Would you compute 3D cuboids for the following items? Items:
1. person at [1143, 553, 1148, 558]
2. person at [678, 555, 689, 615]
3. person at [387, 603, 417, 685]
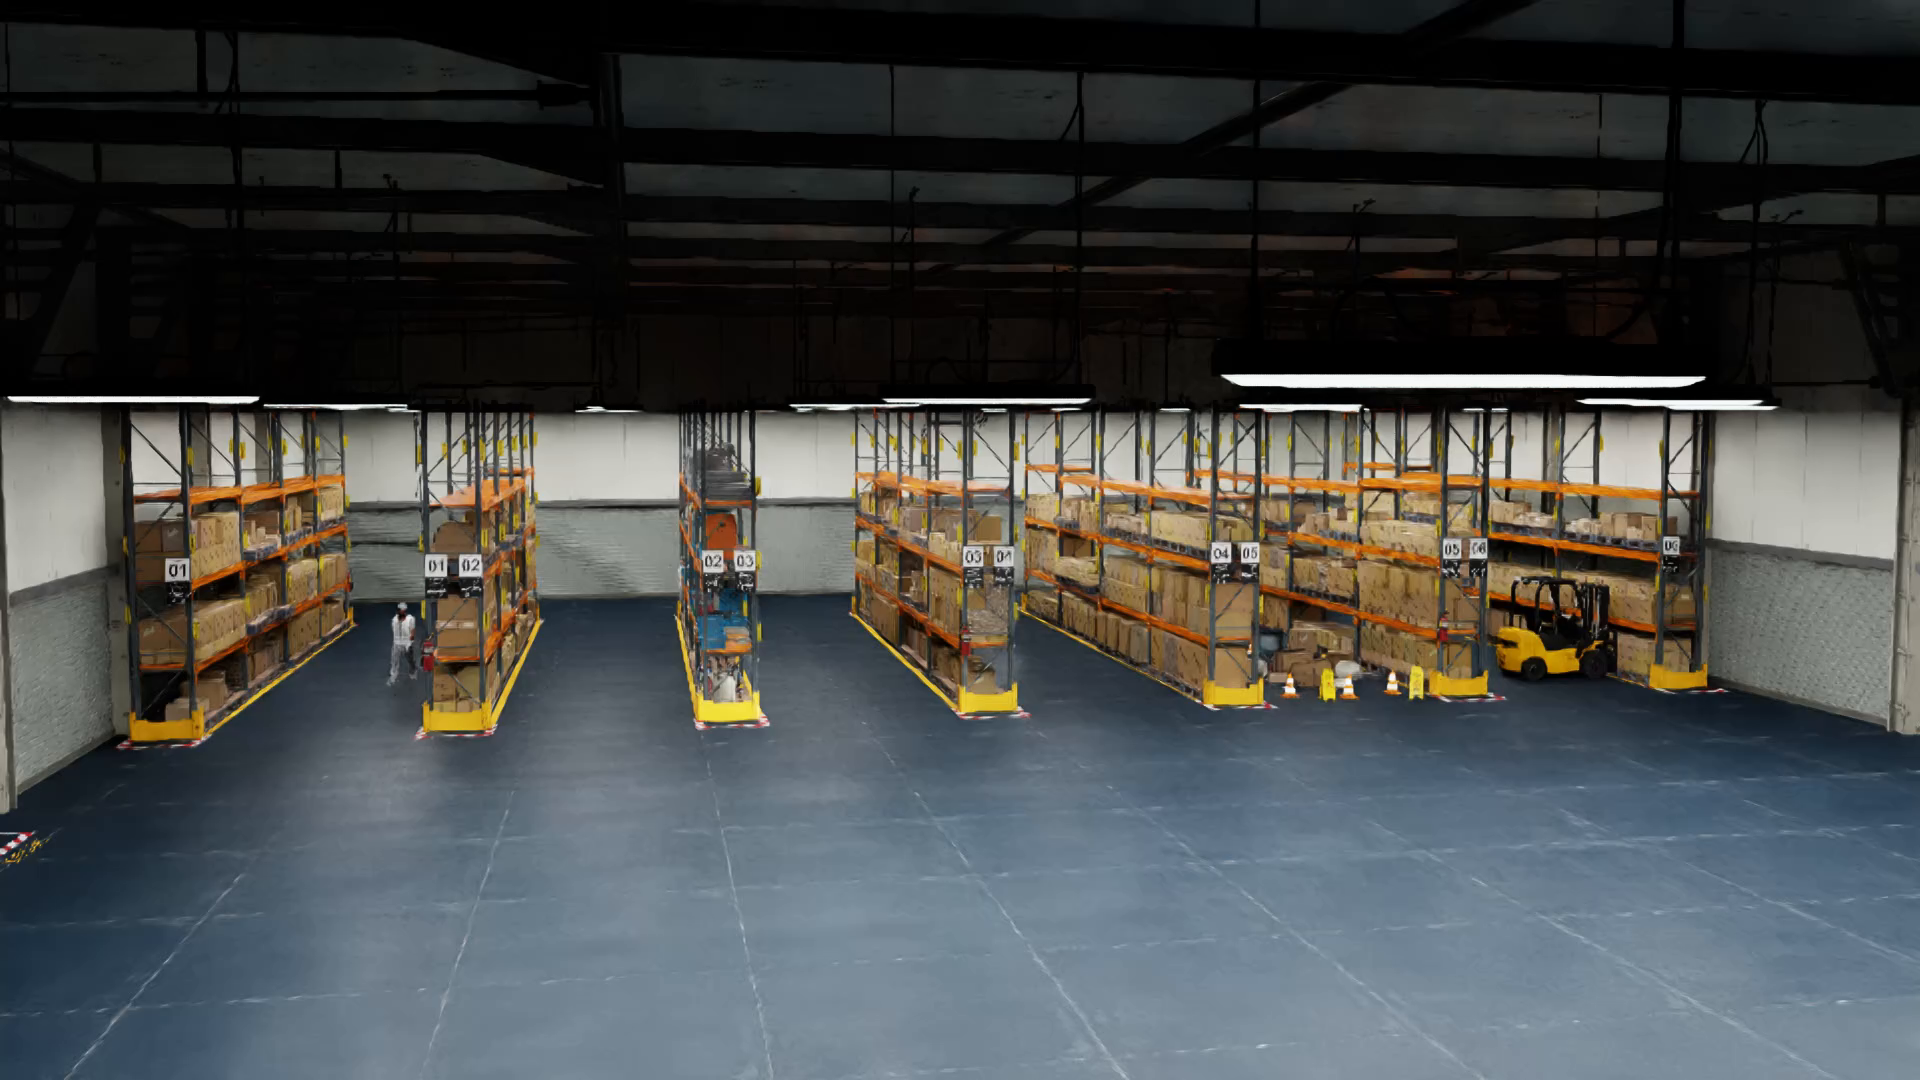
[{"bbox_3d":[5.608,1.134,49.481,0.547,1.726,0.664,-2,5,-30],"label":"person"},{"bbox_3d":[-7.548,1.240,45.900,0.537,1.657,0.422,3,5,31],"label":"person"},{"bbox_3d":[-11.834,2.186,35.334,0.553,1.723,1.033,0,4,-2],"label":"person"}]
